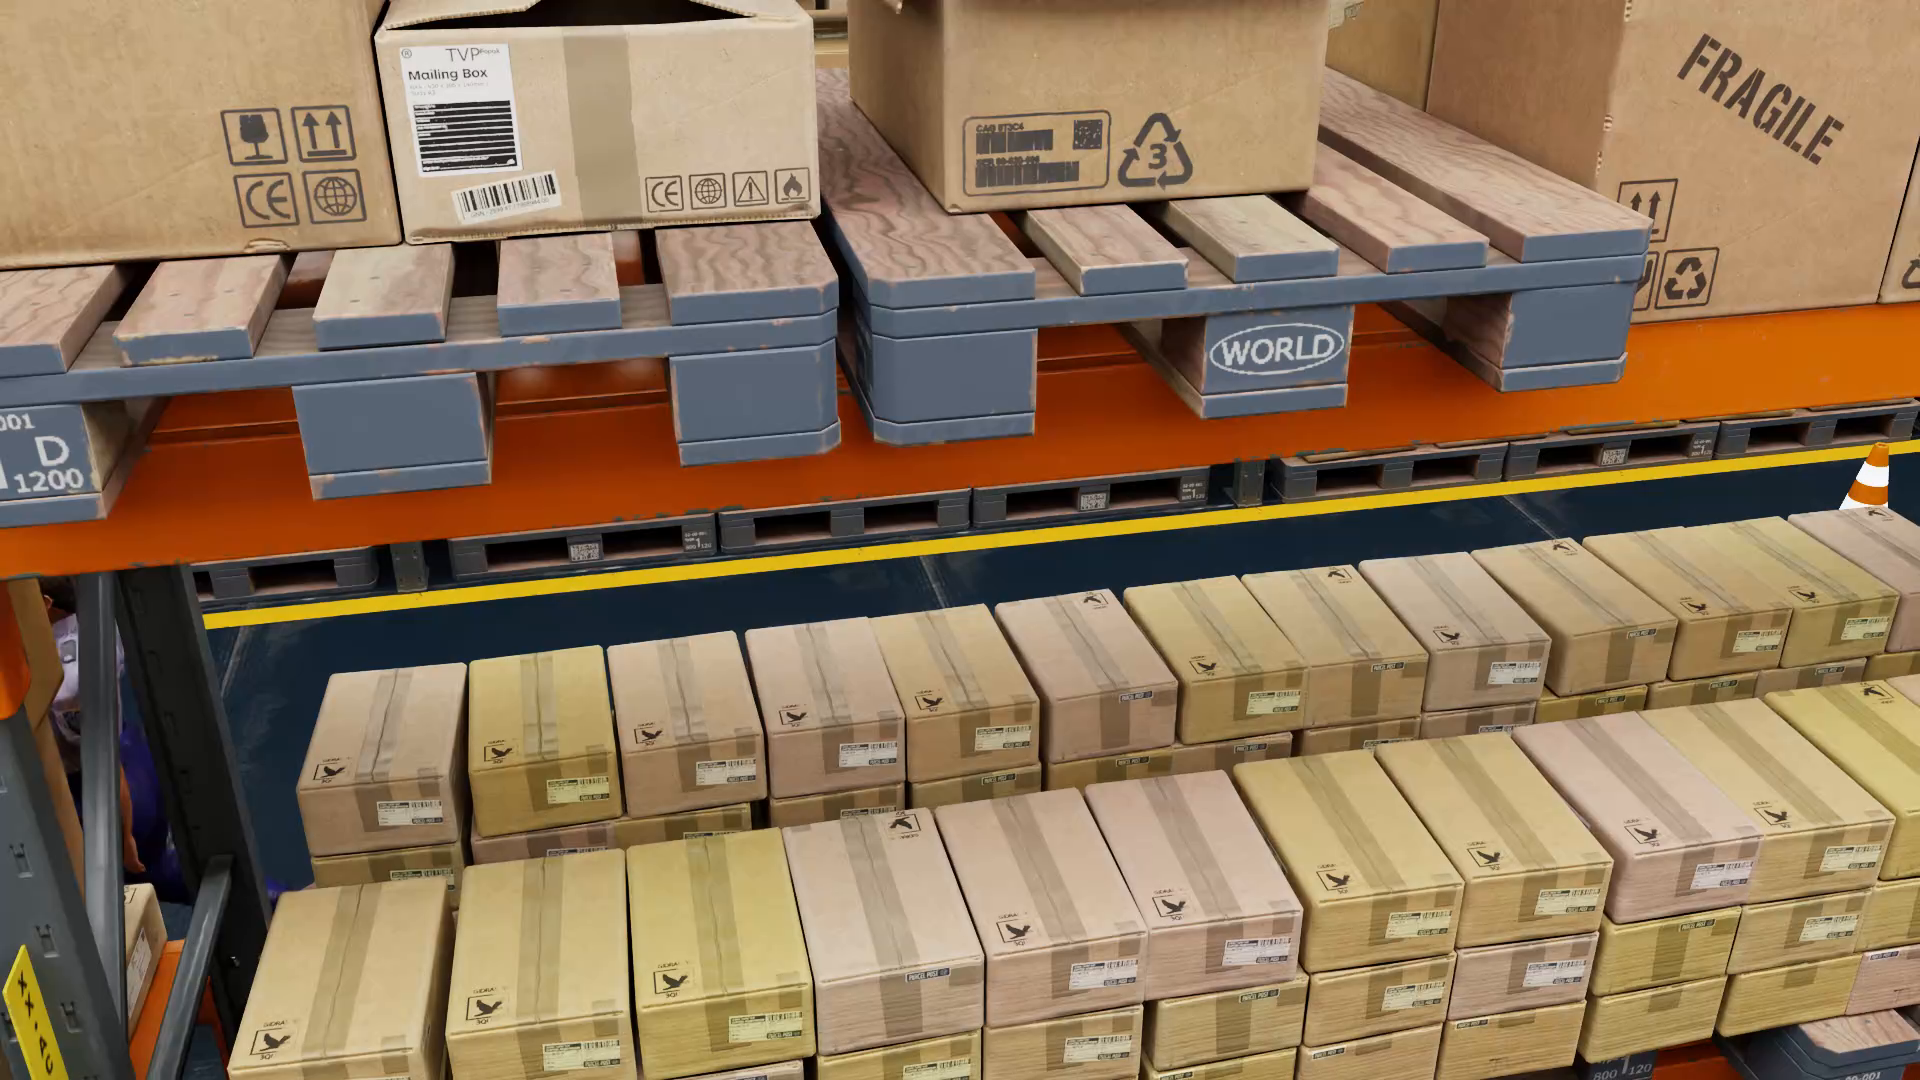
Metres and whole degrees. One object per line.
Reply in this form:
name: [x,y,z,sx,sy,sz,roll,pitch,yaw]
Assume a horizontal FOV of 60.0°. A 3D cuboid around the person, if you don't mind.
person: [-2.379,0.709,4.721,0.800,1.615,0.473,-6,28,-11]
